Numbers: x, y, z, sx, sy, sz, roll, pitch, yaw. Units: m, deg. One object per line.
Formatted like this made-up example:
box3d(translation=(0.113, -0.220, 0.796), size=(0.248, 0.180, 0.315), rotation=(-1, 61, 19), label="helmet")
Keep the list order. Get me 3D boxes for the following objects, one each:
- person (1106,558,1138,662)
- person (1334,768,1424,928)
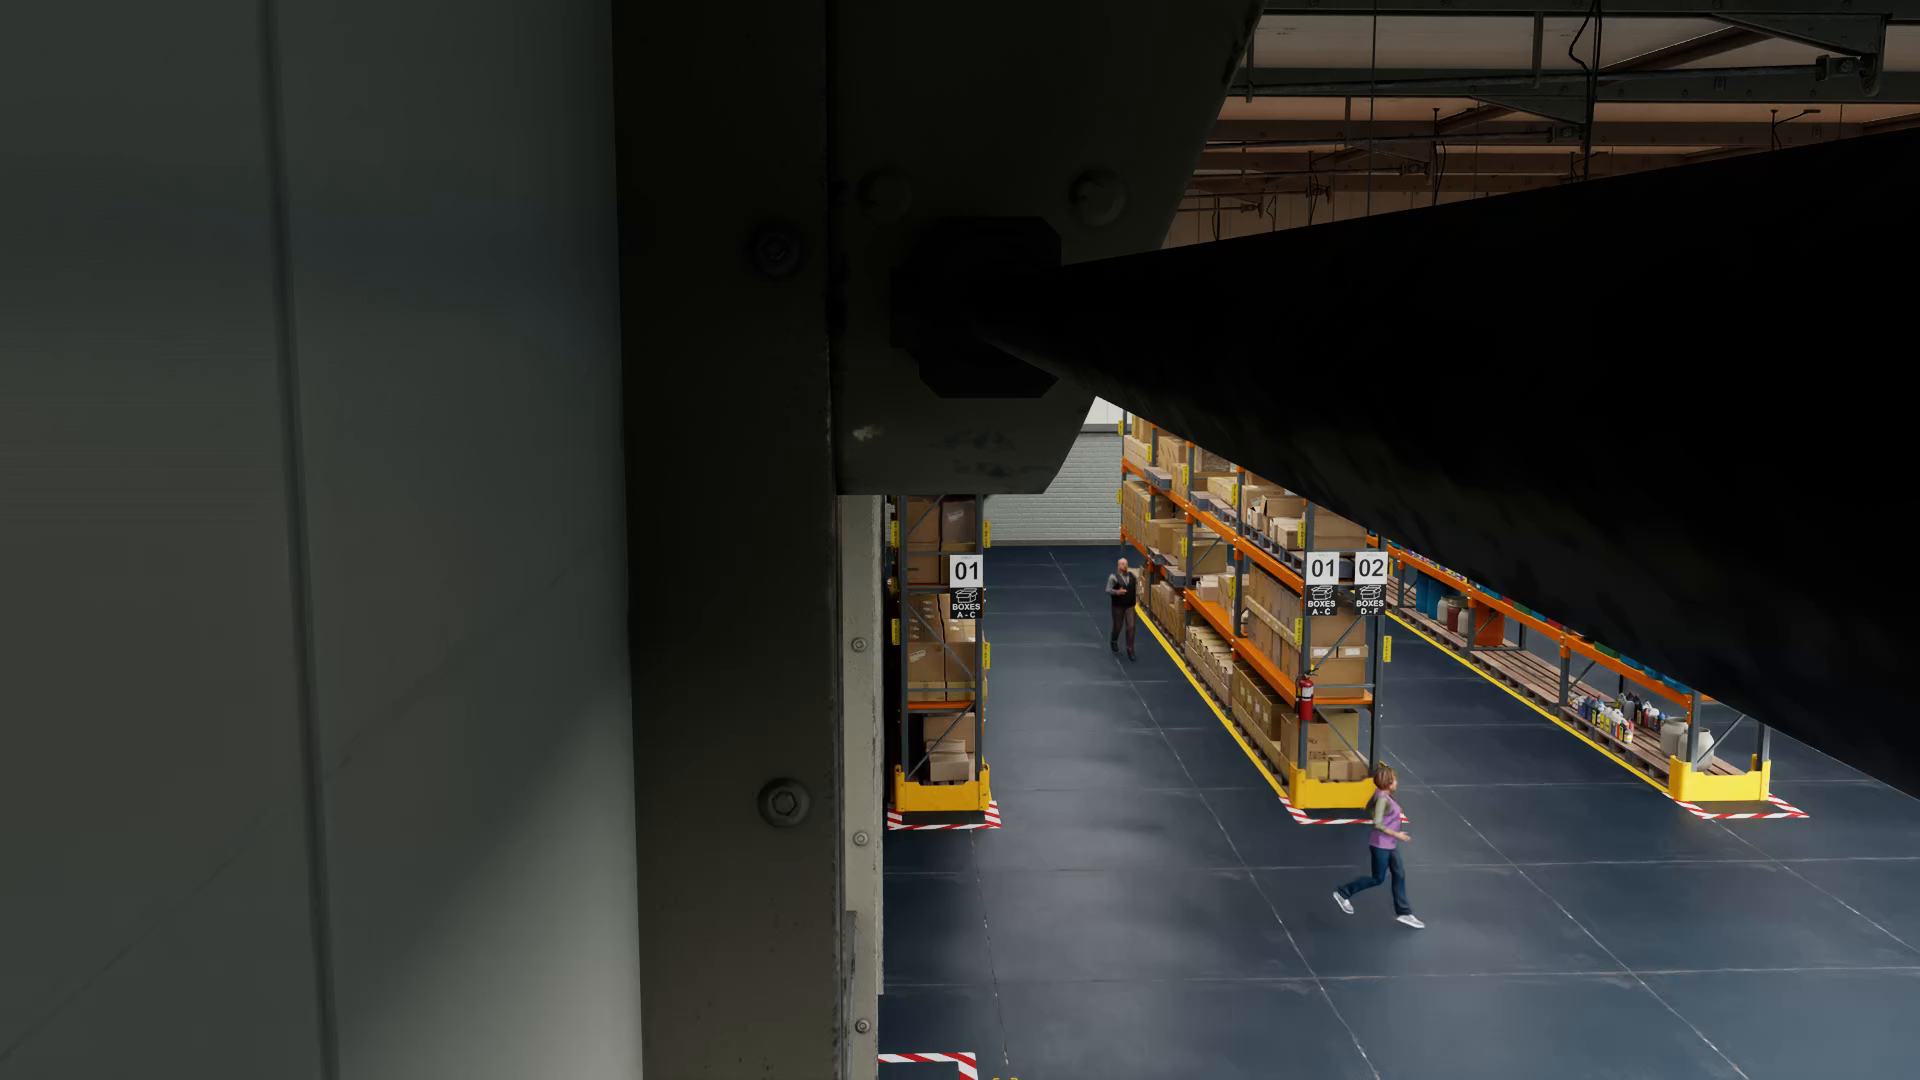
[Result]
box3d(translation=(2.846, 1.184, 29.046), size=(0.653, 1.742, 0.902), rotation=(-2, 9, -12), label="person")
box3d(translation=(4.278, 3.083, 16.791), size=(0.875, 1.583, 0.577), rotation=(3, 9, 20), label="person")
